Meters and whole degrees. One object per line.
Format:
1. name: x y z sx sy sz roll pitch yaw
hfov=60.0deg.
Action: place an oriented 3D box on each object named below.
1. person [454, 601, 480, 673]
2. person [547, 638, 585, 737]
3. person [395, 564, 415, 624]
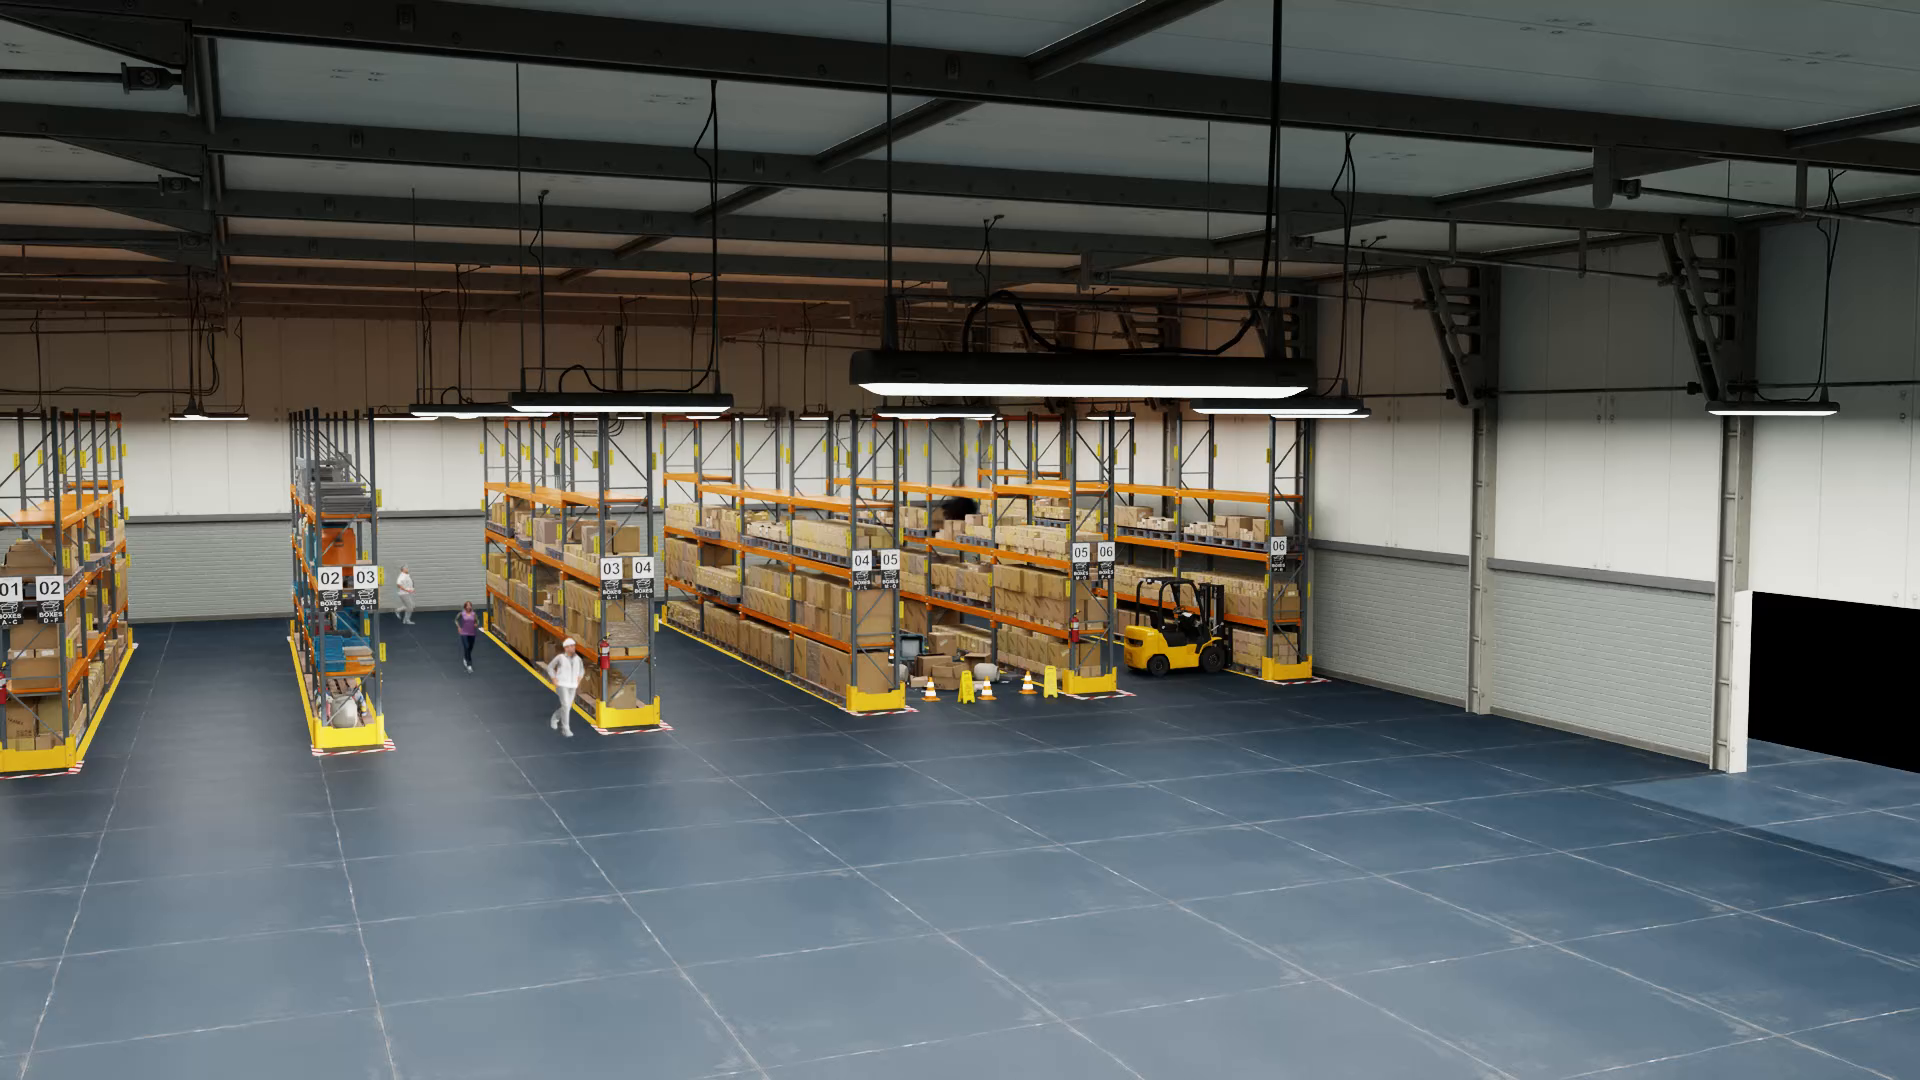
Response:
1. person: -11.397 2.221 38.527 0.539 1.598 0.871 -2 5 -31
2. person: -7.262 2.699 30.750 0.801 1.763 0.670 4 6 44
3. person: -15.880 1.540 47.492 0.605 1.747 0.665 0 4 -4
